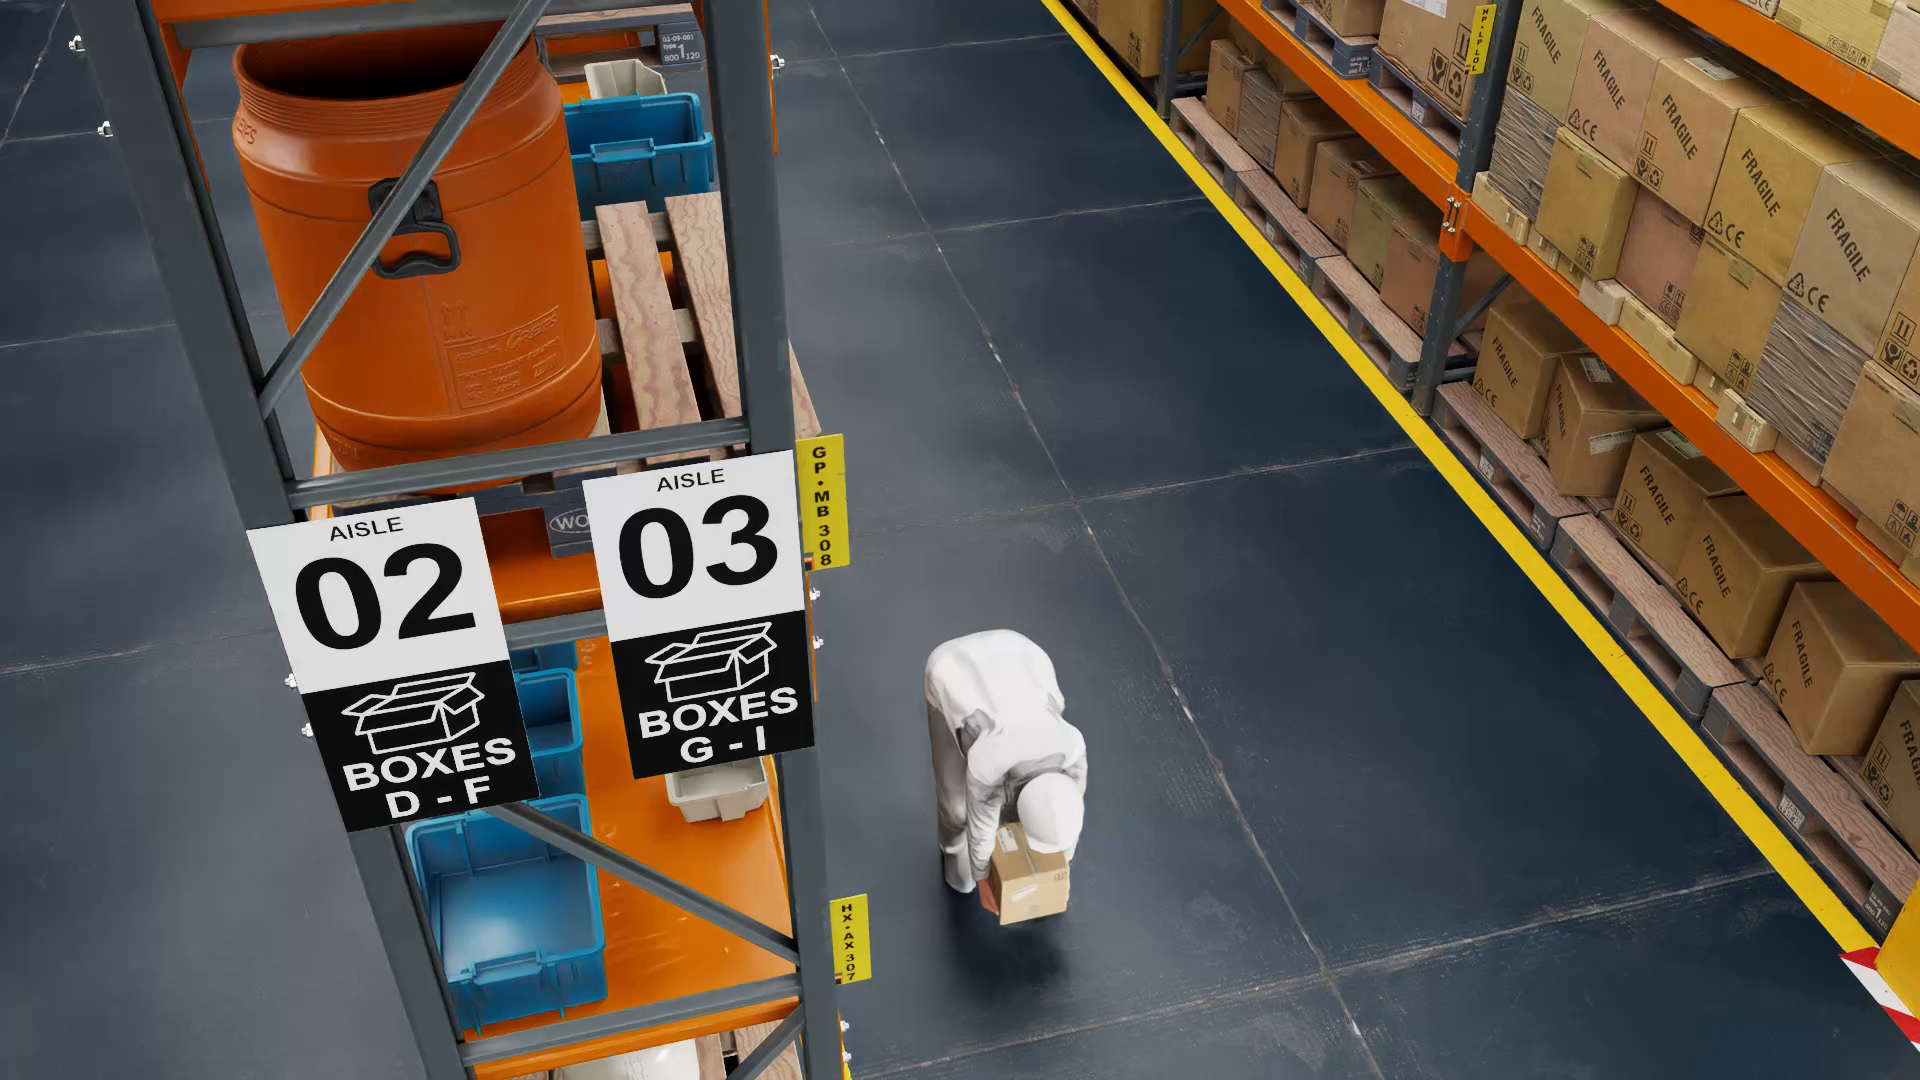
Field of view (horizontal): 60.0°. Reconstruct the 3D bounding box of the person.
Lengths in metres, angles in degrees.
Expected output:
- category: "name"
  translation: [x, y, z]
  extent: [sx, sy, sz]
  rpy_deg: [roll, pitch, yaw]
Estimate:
- category: "person"
  translation: [0.186, 0.954, 6.017]
  extent: [0.466, 1.101, 1.012]
  rpy_deg: [-11, 39, -14]
